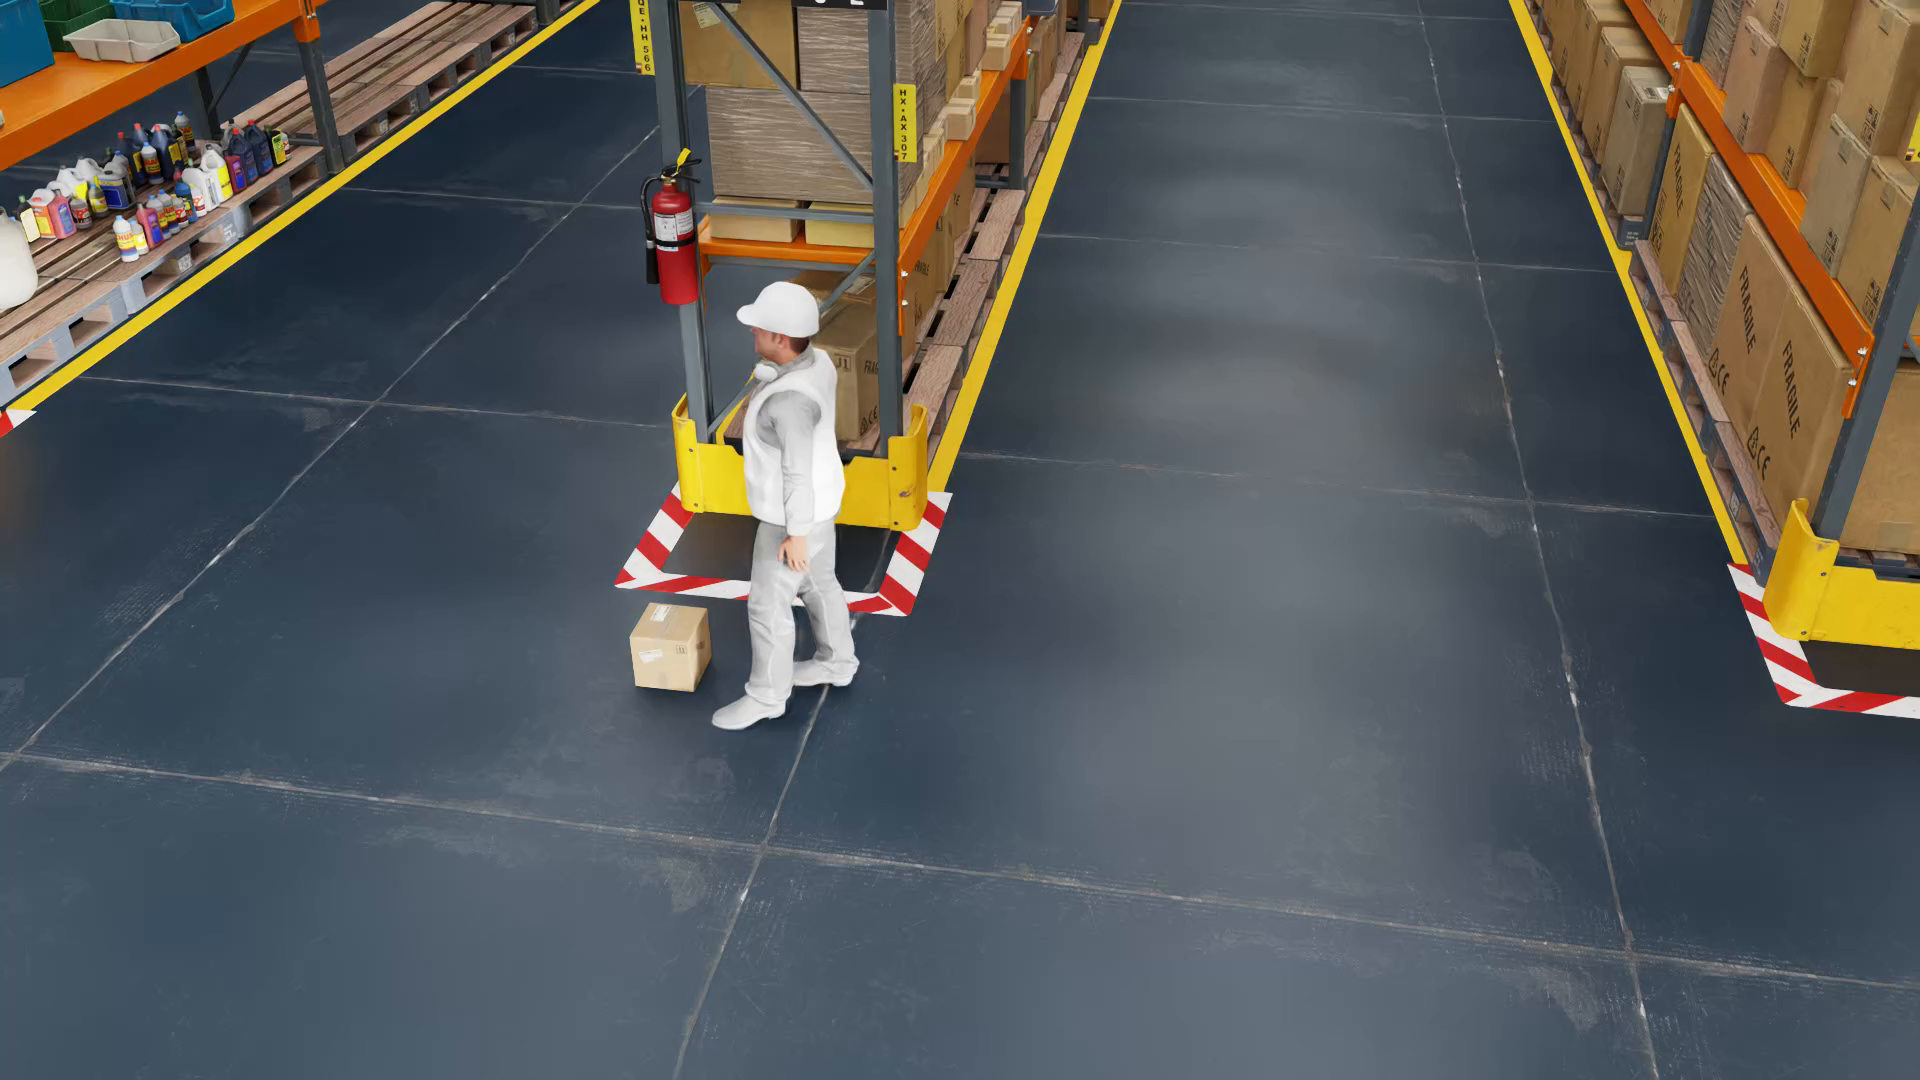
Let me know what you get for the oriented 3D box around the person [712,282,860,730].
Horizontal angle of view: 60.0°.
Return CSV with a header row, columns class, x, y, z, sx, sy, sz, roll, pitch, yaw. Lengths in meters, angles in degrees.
class,x,y,z,sx,sy,sz,roll,pitch,yaw
person,-0.689,-0.140,6.325,0.550,1.788,0.566,3,32,5
